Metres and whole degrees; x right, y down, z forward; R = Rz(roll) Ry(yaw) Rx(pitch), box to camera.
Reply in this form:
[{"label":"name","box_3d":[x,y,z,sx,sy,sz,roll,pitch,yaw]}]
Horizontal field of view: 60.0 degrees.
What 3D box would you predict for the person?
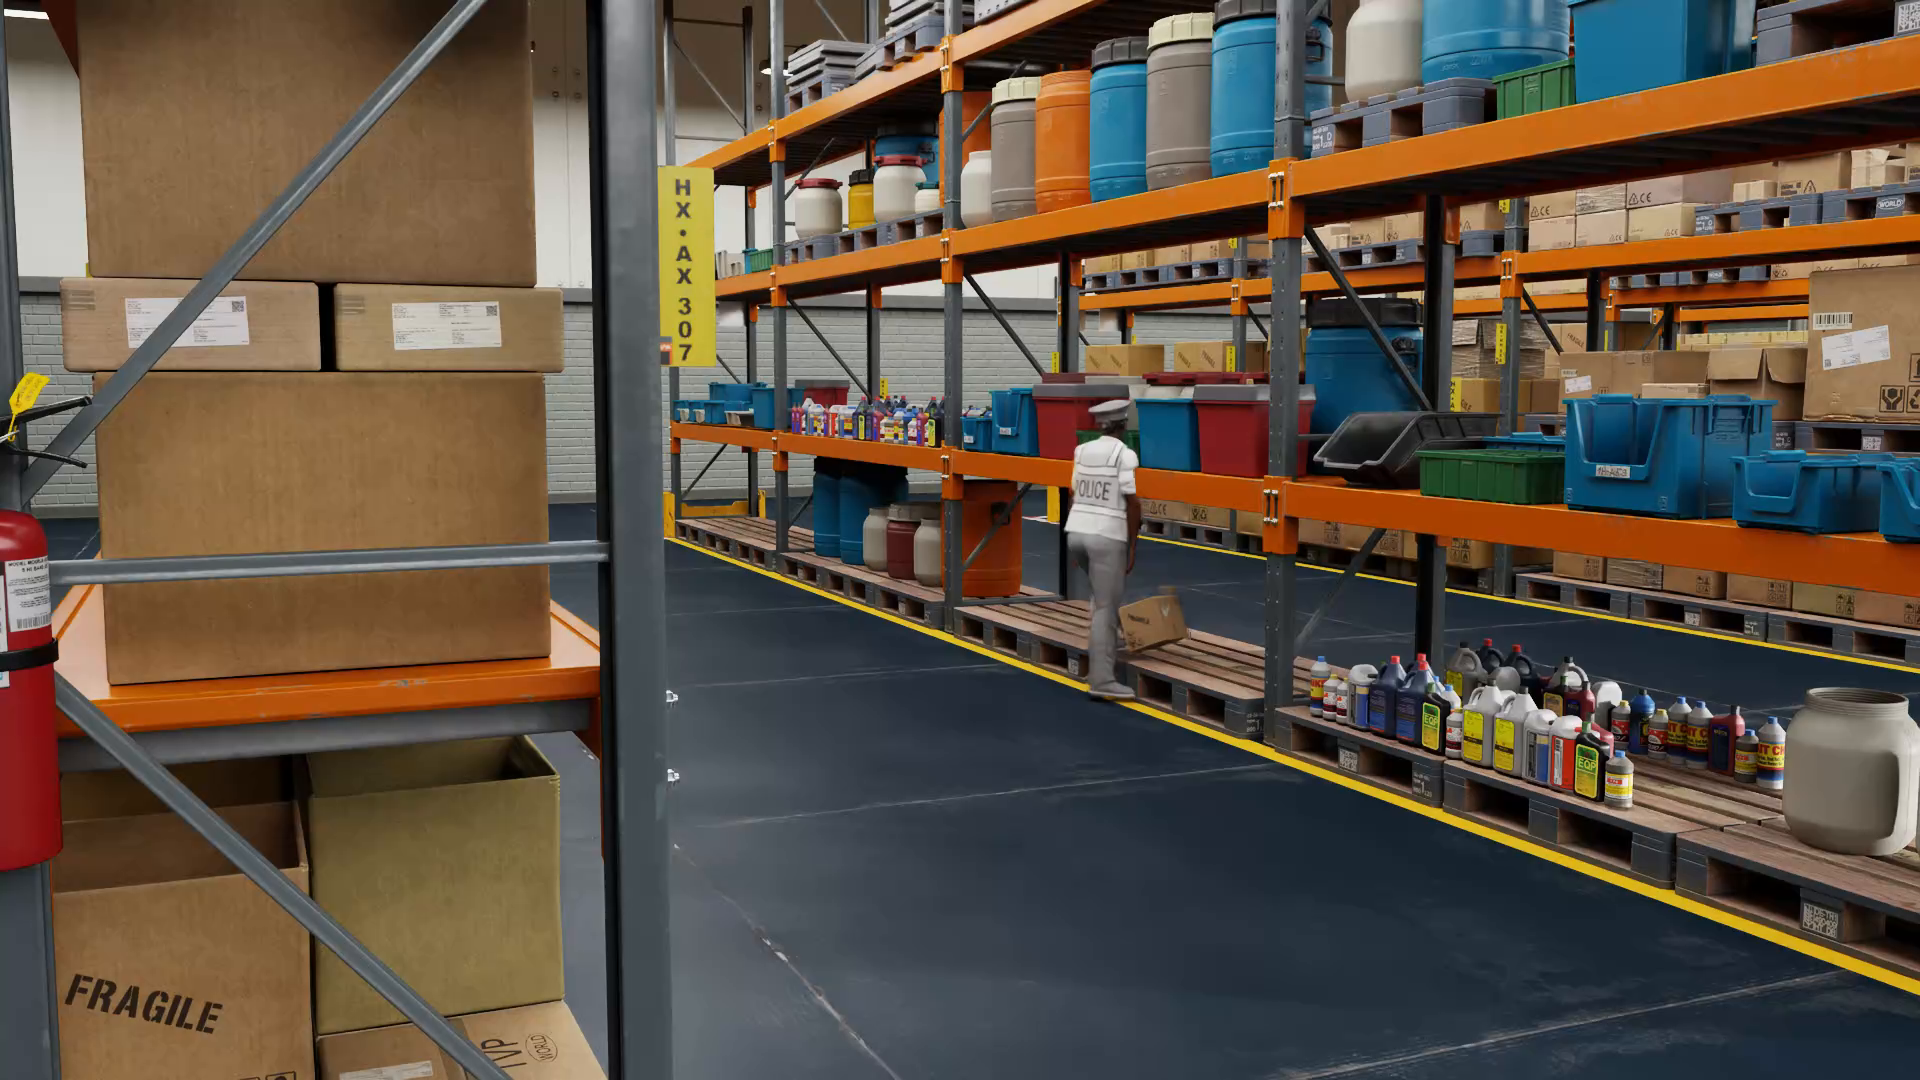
[{"label":"person","box_3d":[0.857,0.040,9.461,0.539,1.659,0.532,5,8,43]}]
